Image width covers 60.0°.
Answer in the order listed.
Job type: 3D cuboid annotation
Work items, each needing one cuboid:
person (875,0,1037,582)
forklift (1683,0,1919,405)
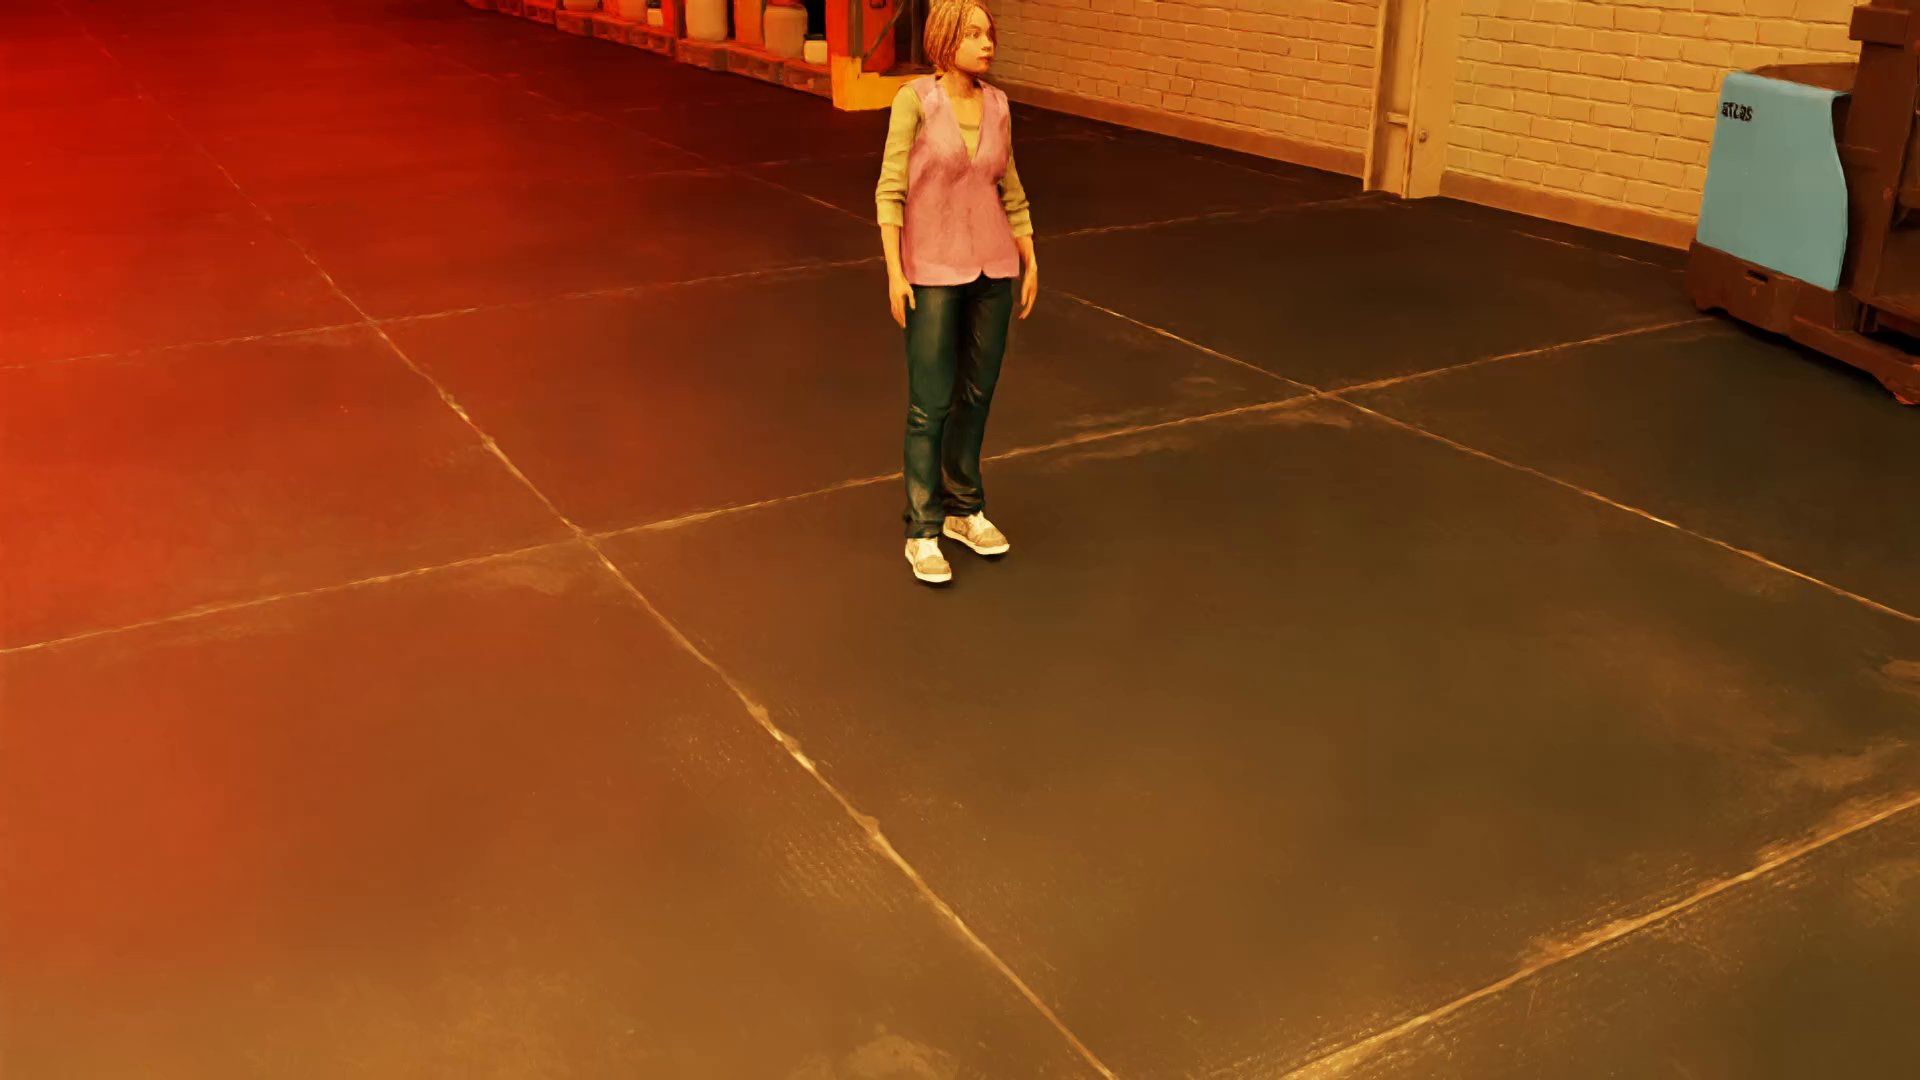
[{"bbox_3d":[0.025,-0.718,4.763,0.520,1.597,0.474,-12,25,-28],"label":"person"},{"bbox_3d":[4.147,-1.946,6.017,1.130,2.935,3.031,-4,23,-9],"label":"forklift"}]
